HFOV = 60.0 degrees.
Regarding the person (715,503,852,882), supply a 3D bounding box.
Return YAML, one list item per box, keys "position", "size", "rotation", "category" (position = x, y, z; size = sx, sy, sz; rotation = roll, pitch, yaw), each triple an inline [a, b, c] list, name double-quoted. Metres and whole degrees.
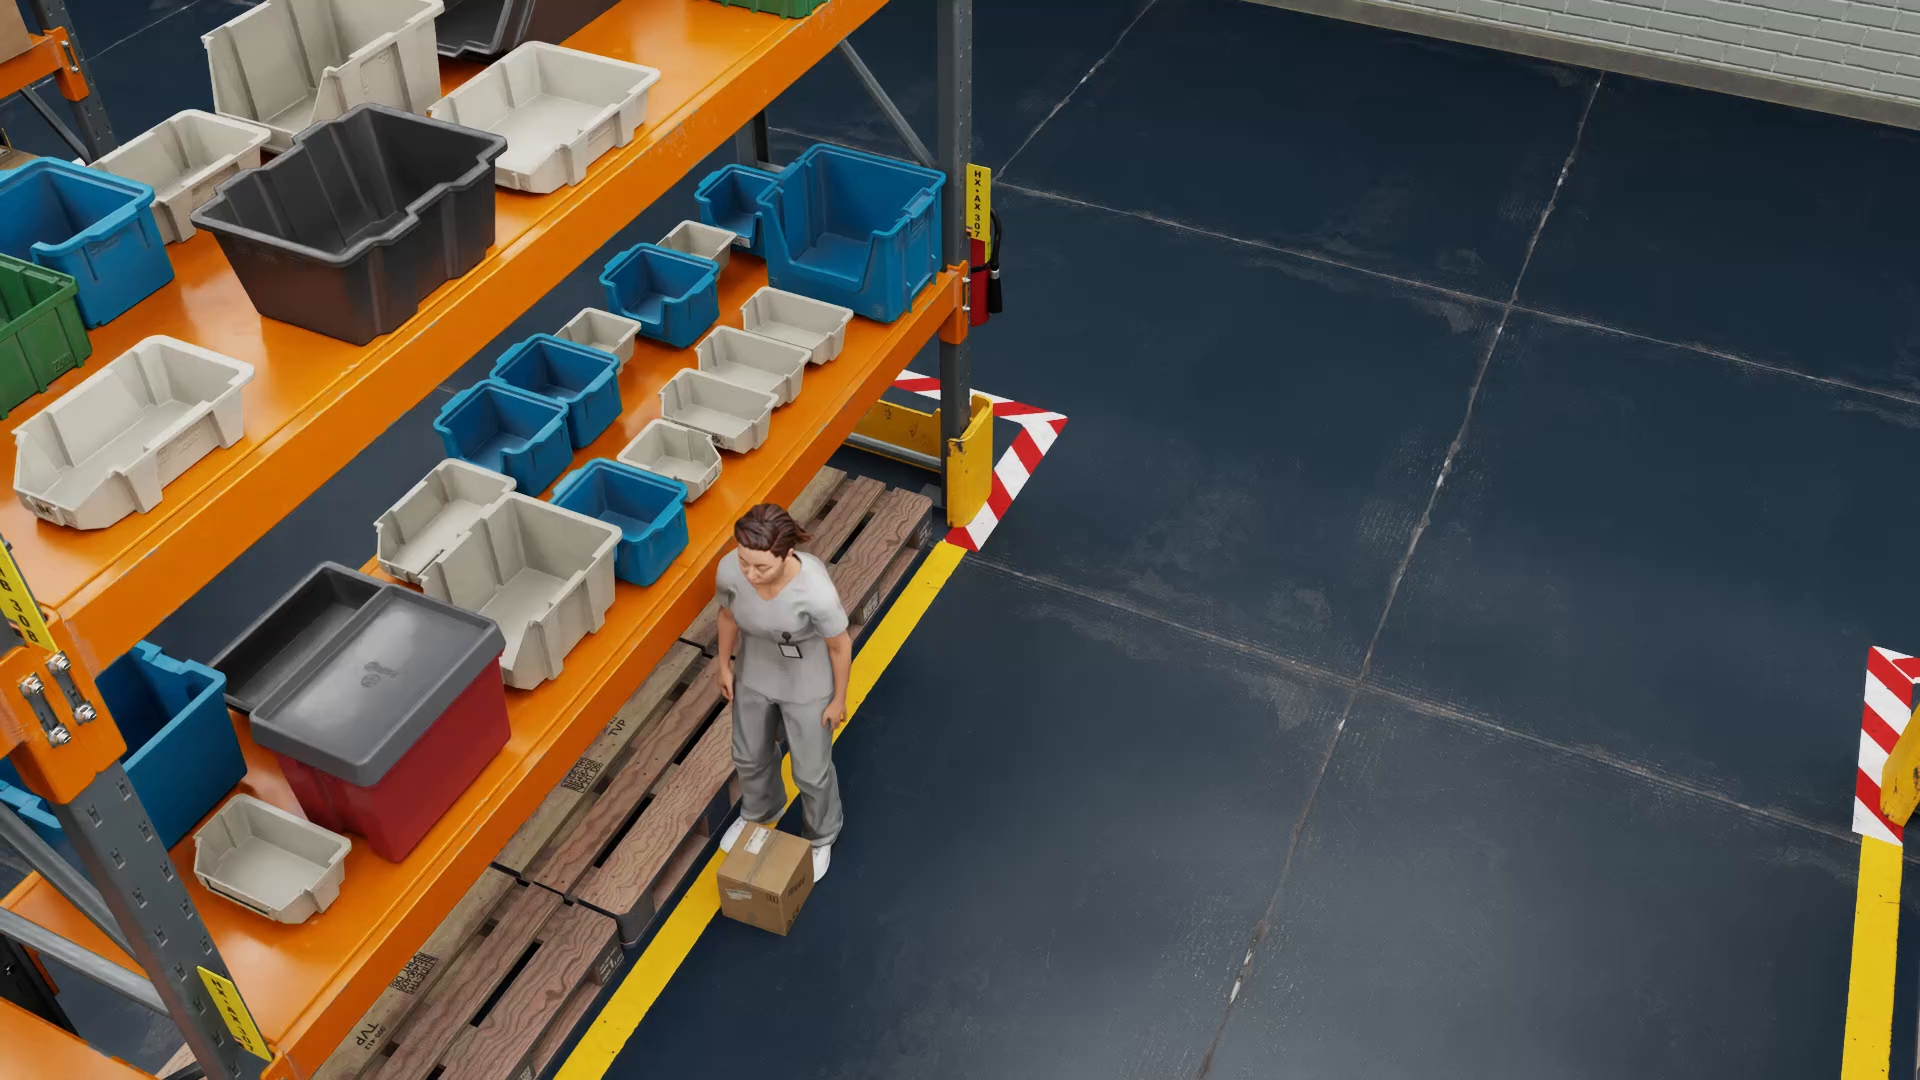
- position: [-0.604, 0.493, 5.617]
  size: [0.500, 1.671, 0.364]
  rotation: [15, 44, 16]
  category: "person"
